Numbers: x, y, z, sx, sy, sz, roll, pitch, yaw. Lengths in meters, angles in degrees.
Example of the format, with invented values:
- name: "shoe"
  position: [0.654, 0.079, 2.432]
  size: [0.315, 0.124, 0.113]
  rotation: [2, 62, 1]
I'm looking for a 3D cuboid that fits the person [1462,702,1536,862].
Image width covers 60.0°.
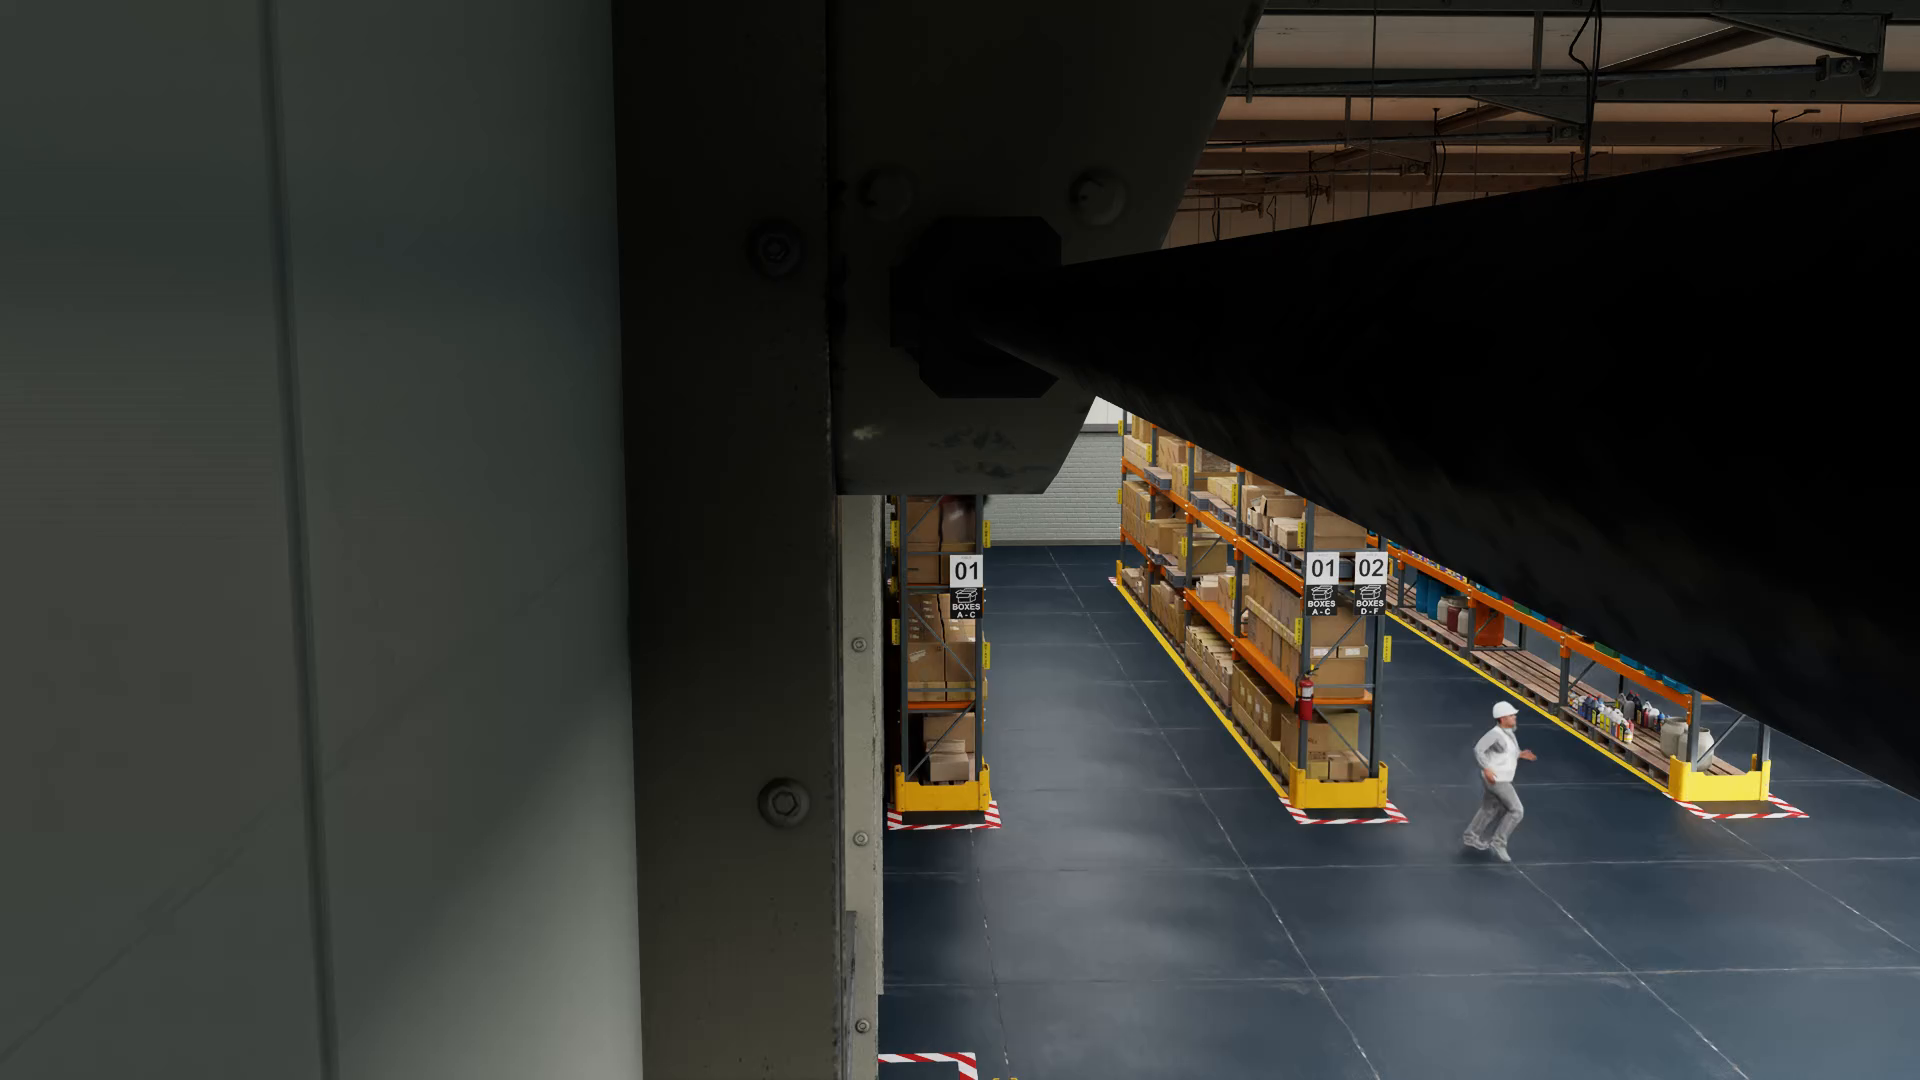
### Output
- name: "person"
  position: [6.102, 2.708, 18.786]
  size: [0.744, 1.810, 0.652]
  rotation: [4, 9, 23]
